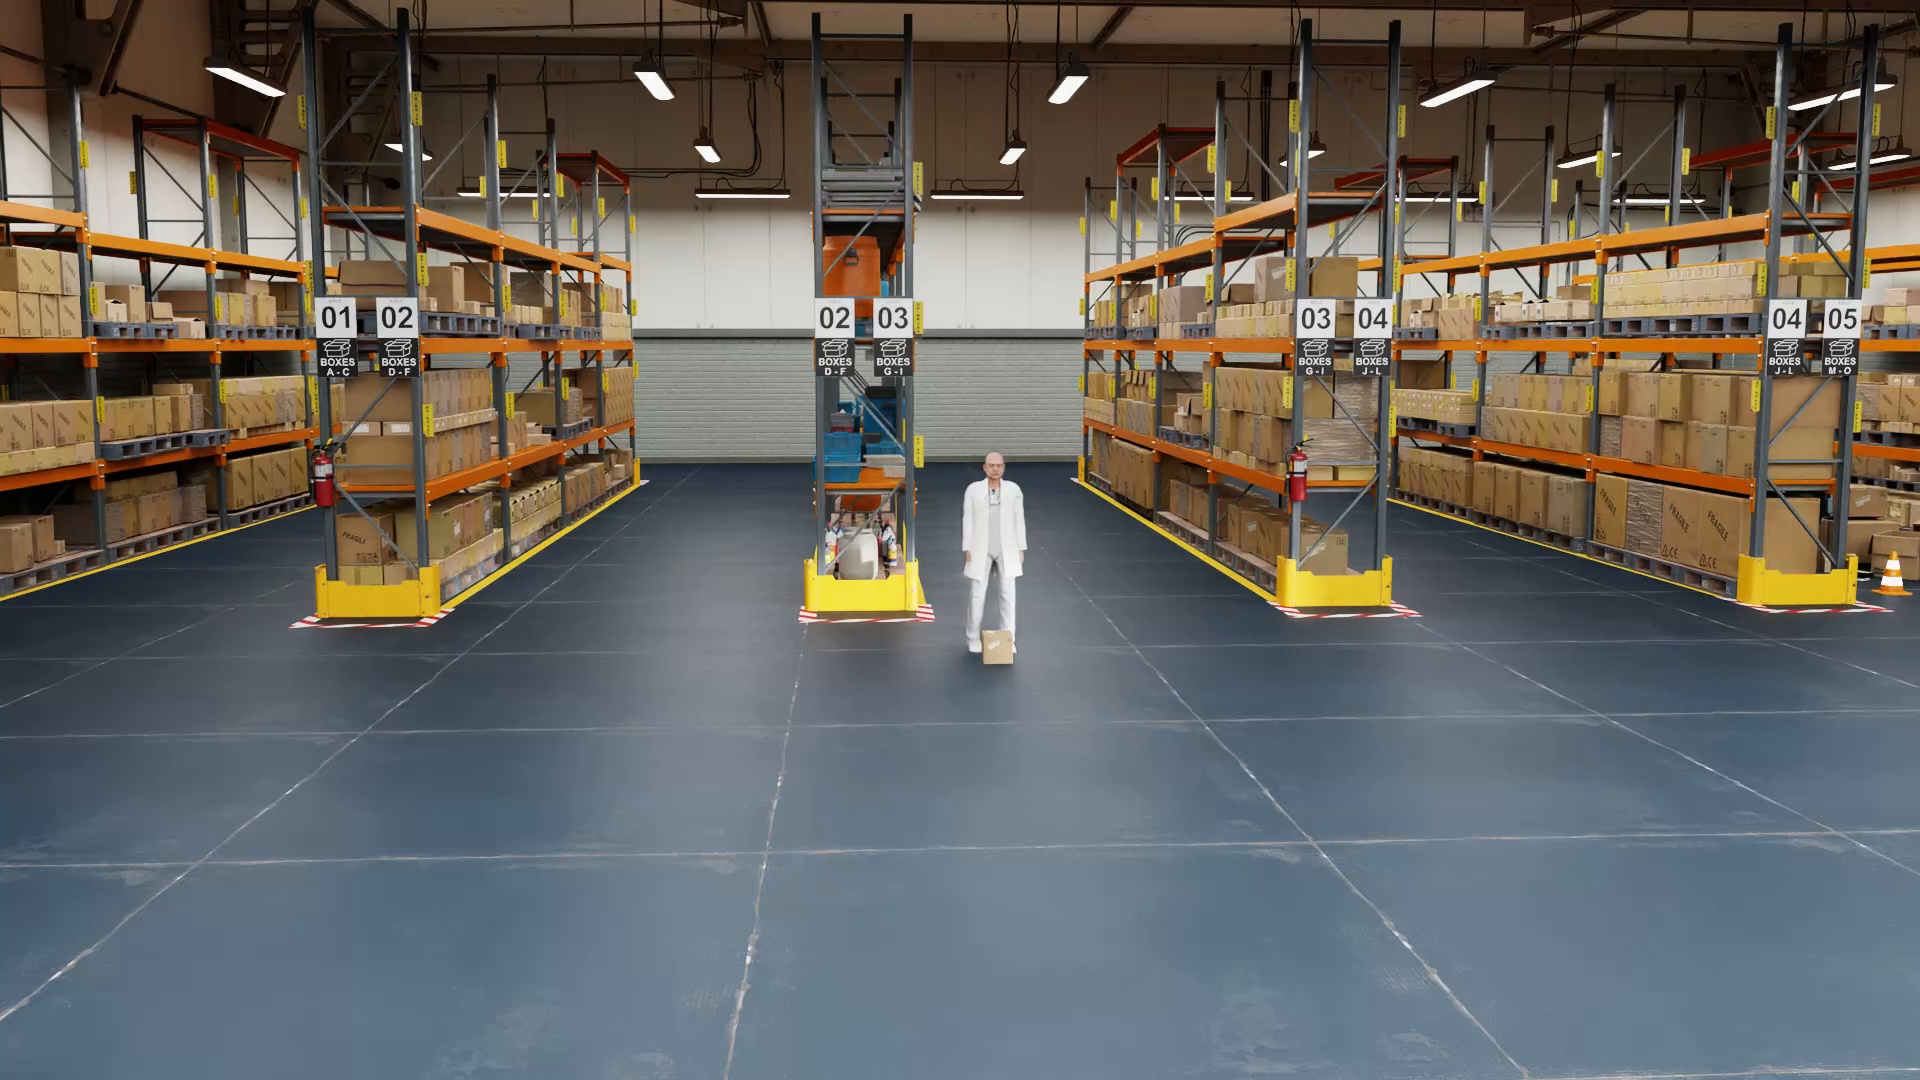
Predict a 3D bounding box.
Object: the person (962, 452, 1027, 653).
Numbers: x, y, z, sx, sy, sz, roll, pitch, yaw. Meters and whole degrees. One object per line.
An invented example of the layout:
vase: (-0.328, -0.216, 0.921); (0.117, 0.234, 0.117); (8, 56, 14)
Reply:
person: (0.312, 0.126, 14.843); (0.583, 1.811, 0.557); (0, 7, -3)
